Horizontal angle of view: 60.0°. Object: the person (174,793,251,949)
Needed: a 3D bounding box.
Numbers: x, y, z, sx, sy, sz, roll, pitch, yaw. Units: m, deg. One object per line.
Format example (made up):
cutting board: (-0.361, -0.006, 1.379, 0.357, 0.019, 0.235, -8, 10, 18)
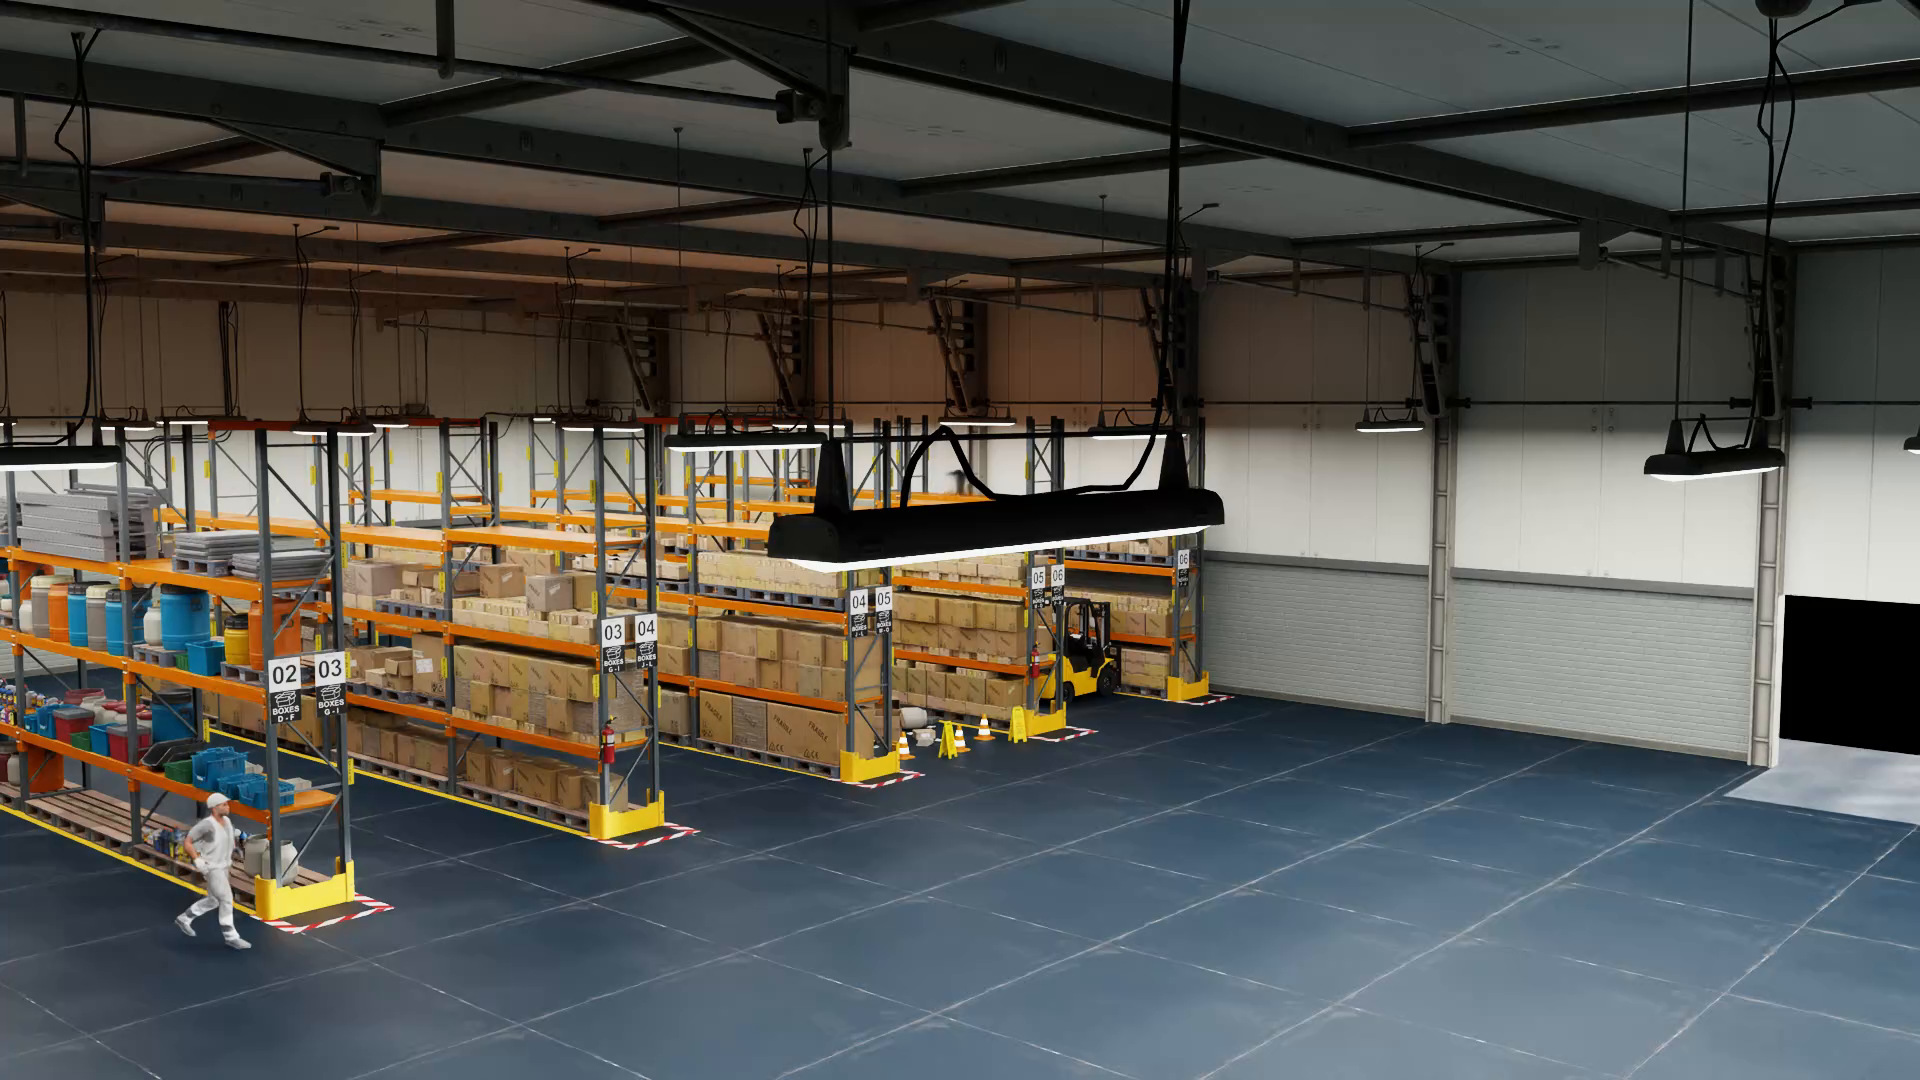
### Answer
person: (-8.715, 3.843, 19.401, 0.969, 1.795, 0.695, 1, 5, 7)
